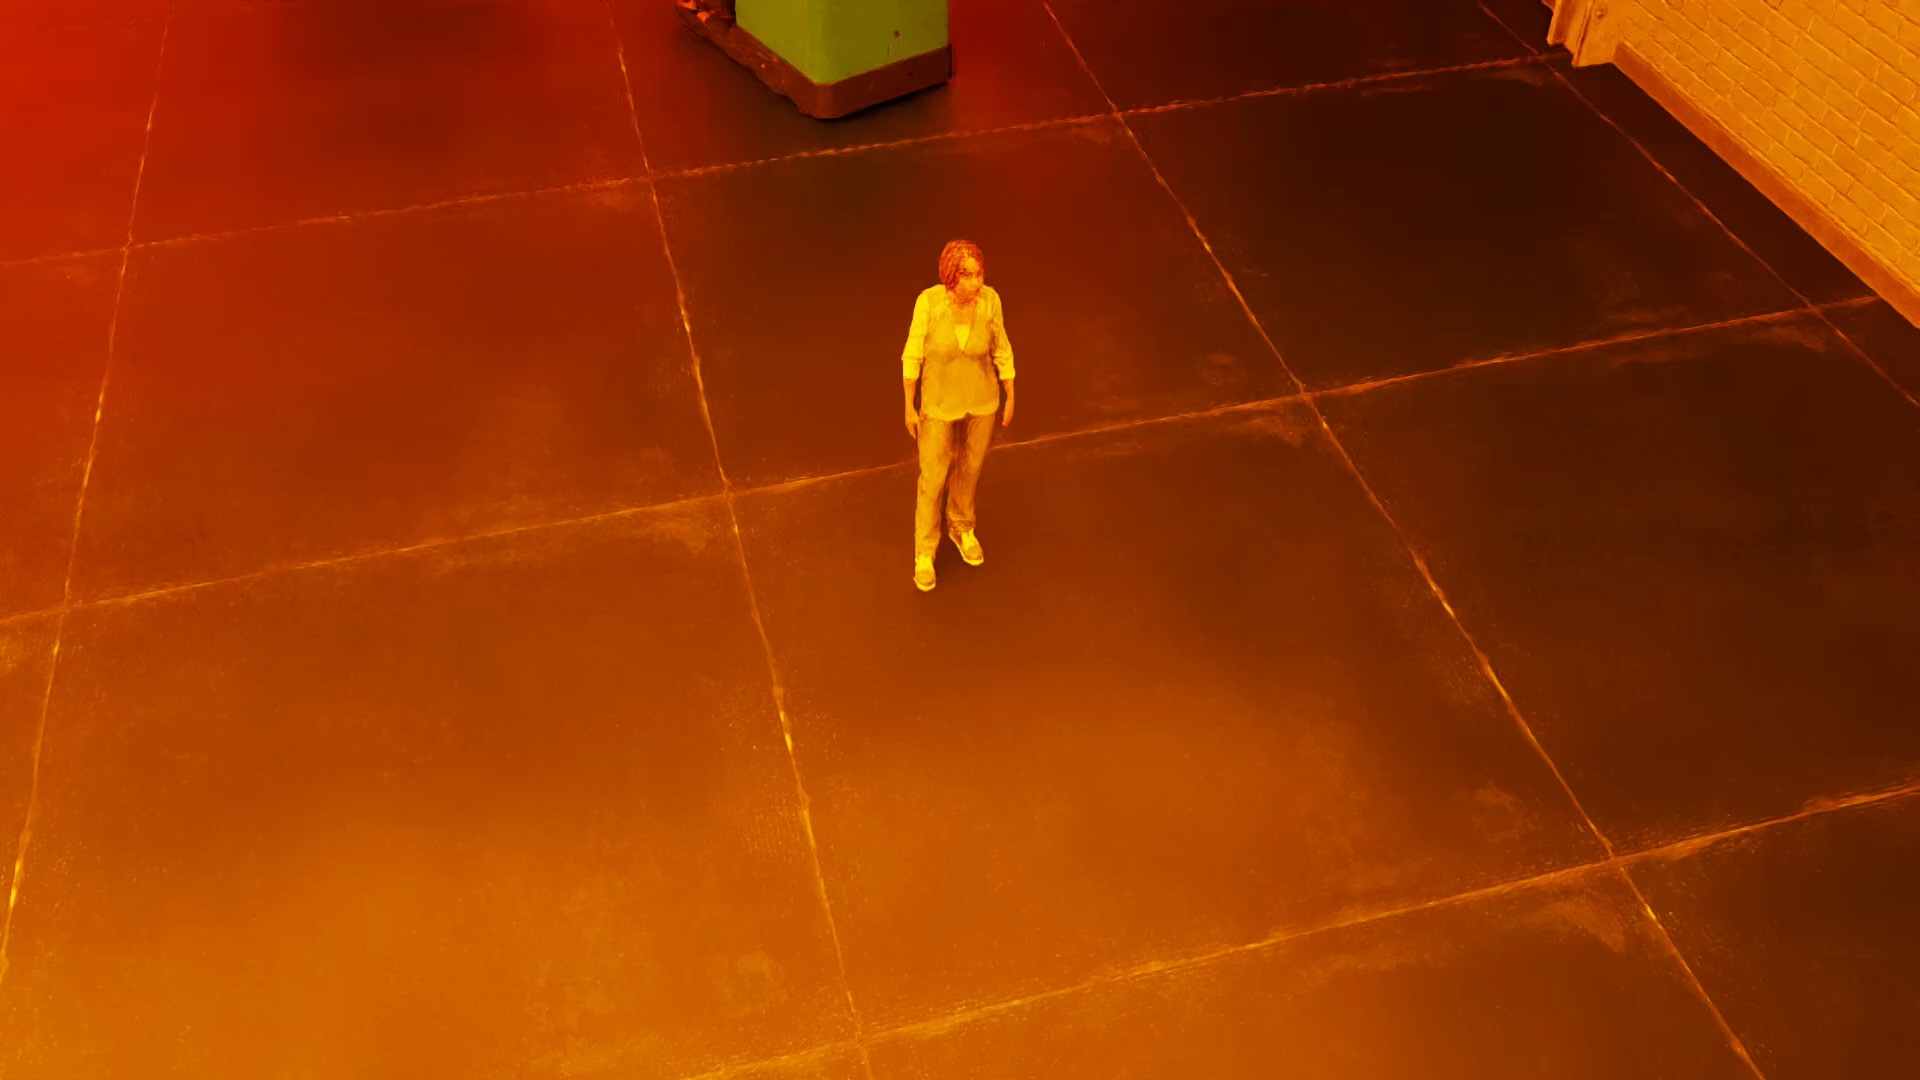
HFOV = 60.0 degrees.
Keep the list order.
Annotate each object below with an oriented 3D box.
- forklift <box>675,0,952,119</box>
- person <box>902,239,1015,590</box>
[{"bbox_3d":[-1.307,-4.695,10.612,1.130,2.935,3.031,-26,49,-25],"label":"forklift"},{"bbox_3d":[0.005,-0.534,7.171,0.521,1.597,0.474,-10,44,-11],"label":"person"}]
